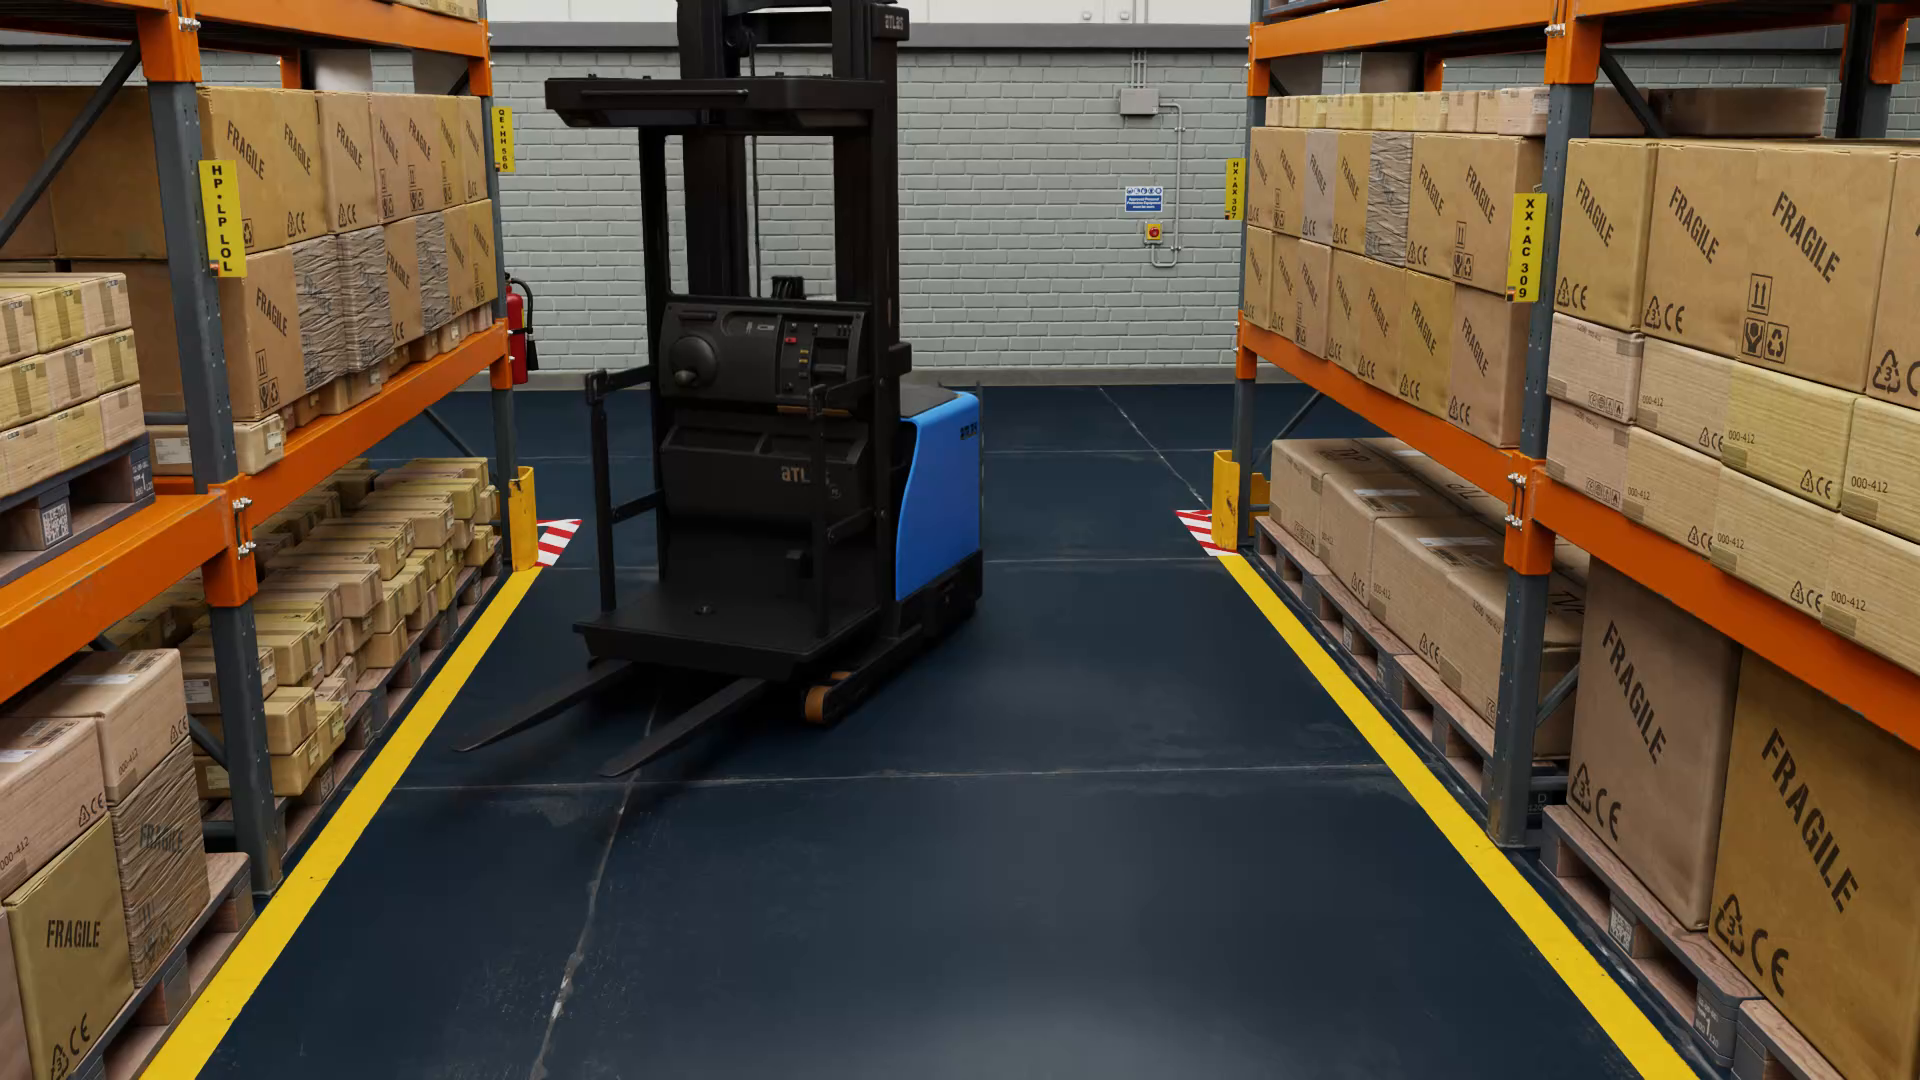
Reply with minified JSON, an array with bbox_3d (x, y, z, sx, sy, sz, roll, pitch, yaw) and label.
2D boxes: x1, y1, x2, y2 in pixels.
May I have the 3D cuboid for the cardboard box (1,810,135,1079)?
[{"bbox_3d":[-2.322,0.972,3.902,0.500,0.500,0.500,-1,14,-5],"label":"cardboard box"}]

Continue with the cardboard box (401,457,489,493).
[{"bbox_3d":[-2.612,-0.321,8.437,0.380,0.149,0.250,-1,14,-3],"label":"cardboard box"}]

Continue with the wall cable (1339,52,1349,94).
[{"bbox_3d":[3.078,-3.358,14.518,0.588,1.984,0.122,-1,14,-3],"label":"wall cable"}]

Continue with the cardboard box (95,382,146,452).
[{"bbox_3d":[-2.428,-0.329,4.446,0.380,0.149,0.250,-1,14,-5],"label":"cardboard box"}]

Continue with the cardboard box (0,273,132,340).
[{"bbox_3d":[-2.431,-0.616,4.367,0.380,0.149,0.250,0,14,-1],"label":"cardboard box"}]

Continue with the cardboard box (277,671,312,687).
[{"bbox_3d":[-2.459,0.534,5.713,0.380,0.149,0.250,-1,14,-3],"label":"cardboard box"}]

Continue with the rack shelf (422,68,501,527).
[{"bbox_3d":[-2.901,-1.337,8.705,0.949,2.616,0.053,-1,14,-3],"label":"rack shelf"}]

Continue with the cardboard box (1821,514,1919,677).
[{"bbox_3d":[2.119,0.123,3.331,0.500,0.250,0.500,-1,14,-4],"label":"cardboard box"}]

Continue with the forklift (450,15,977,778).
[{"bbox_3d":[2.355,-1.810,6.109,7.407,5.209,9.711,6,15,21],"label":"forklift"}]

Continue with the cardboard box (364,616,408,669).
[{"bbox_3d":[-2.473,0.417,6.764,0.380,0.149,0.250,-1,14,-5],"label":"cardboard box"}]

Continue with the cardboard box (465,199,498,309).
[{"bbox_3d":[-2.613,-1.422,8.237,0.500,0.500,0.500,-1,14,-2],"label":"cardboard box"}]

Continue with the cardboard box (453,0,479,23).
[{"bbox_3d":[-2.606,-2.609,7.926,0.500,0.250,0.500,-1,14,-5],"label":"cardboard box"}]

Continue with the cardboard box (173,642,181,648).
[{"bbox_3d":[-2.968,0.420,6.157,0.380,0.149,0.250,-1,14,-3],"label":"cardboard box"}]

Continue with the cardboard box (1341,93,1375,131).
[{"bbox_3d":[1.836,-1.807,7.020,0.380,0.149,0.250,-1,14,-5],"label":"cardboard box"}]

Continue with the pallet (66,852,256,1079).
[{"bbox_3d":[-2.601,1.201,4.434,1.003,0.211,1.213,-1,14,-3],"label":"pallet"}]

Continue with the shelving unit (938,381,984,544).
[{"bbox_3d":[-3.707,-0.416,3.020,8.426,4.047,12.137,-1,14,-3],"label":"shelving unit"}]

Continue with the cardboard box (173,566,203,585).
[{"bbox_3d":[-3.057,0.206,6.392,0.380,0.149,0.250,-2,15,-6],"label":"cardboard box"}]

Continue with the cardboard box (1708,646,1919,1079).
[{"bbox_3d":[2.466,0.759,3.979,0.875,0.875,0.875,0,14,-2],"label":"cardboard box"}]

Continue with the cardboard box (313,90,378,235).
[{"bbox_3d":[-2.483,-1.390,6.104,0.500,0.500,0.500,-1,14,-3],"label":"cardboard box"}]

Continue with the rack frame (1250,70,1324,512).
[{"bbox_3d":[2.039,-1.439,9.100,0.949,2.616,0.053,-1,14,-3],"label":"rack frame"}]

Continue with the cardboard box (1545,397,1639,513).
[{"bbox_3d":[2.048,-0.258,4.811,0.500,0.250,0.500,-1,14,-5],"label":"cardboard box"}]

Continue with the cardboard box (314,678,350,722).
[{"bbox_3d":[-2.436,0.612,6.007,0.380,0.149,0.250,-1,14,-4],"label":"cardboard box"}]

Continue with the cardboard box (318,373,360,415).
[{"bbox_3d":[-2.462,-0.557,6.174,0.380,0.149,0.250,-1,14,-2],"label":"cardboard box"}]

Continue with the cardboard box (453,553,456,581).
[{"bbox_3d":[-2.582,0.158,7.771,0.380,0.149,0.250,-1,14,-3],"label":"cardboard box"}]

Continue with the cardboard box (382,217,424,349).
[{"bbox_3d":[-2.525,-1.044,6.766,0.500,0.500,0.500,0,14,-1],"label":"cardboard box"}]

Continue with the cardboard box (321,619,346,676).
[{"bbox_3d":[-2.524,0.407,6.208,0.380,0.149,0.250,-2,15,-6],"label":"cardboard box"}]

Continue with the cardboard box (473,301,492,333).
[{"bbox_3d":[-2.596,-1.139,8.438,0.380,0.149,0.250,-1,14,-3],"label":"cardboard box"}]

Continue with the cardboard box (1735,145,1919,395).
[{"bbox_3d":[2.112,-0.612,3.679,0.500,0.500,0.500,-1,14,-5],"label":"cardboard box"}]

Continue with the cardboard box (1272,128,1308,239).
[{"bbox_3d":[1.821,-1.720,7.983,0.500,0.500,0.500,-1,14,-5],"label":"cardboard box"}]

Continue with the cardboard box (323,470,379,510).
[{"bbox_3d":[-3.068,-0.246,8.148,0.380,0.149,0.250,-1,14,-2],"label":"cardboard box"}]

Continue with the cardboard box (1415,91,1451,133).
[{"bbox_3d":[1.949,-1.617,6.280,0.380,0.149,0.250,-1,14,-4],"label":"cardboard box"}]

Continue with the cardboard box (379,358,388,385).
[{"bbox_3d":[-2.534,-0.689,6.690,0.380,0.149,0.250,0,14,-1],"label":"cardboard box"}]

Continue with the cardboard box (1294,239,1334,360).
[{"bbox_3d":[1.852,-1.112,7.626,0.500,0.500,0.500,-1,14,-4],"label":"cardboard box"}]

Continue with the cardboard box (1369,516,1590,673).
[{"bbox_3d":[2.296,0.213,6.979,0.875,0.438,0.875,-1,14,-5],"label":"cardboard box"}]

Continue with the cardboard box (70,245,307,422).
[{"bbox_3d":[-2.429,-0.662,5.283,0.500,0.500,0.500,-1,14,-4],"label":"cardboard box"}]

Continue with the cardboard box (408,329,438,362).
[{"bbox_3d":[-2.561,-0.885,7.452,0.380,0.149,0.250,-2,15,-6],"label":"cardboard box"}]

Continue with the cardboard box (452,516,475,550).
[{"bbox_3d":[-2.547,-0.048,7.976,0.380,0.149,0.250,-1,15,-6],"label":"cardboard box"}]

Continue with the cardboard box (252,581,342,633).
[{"bbox_3d":[-2.526,0.262,6.175,0.380,0.149,0.250,-1,14,-5],"label":"cardboard box"}]

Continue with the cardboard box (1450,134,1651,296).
[{"bbox_3d":[1.979,-1.090,5.536,0.500,0.500,0.500,-1,14,-4],"label":"cardboard box"}]

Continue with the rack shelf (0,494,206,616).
[{"bbox_3d":[-2.526,0.408,2.971,0.919,0.124,3.809,-1,14,-3],"label":"rack shelf"}]

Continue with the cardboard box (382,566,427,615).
[{"bbox_3d":[-2.459,0.212,6.962,0.380,0.149,0.250,-1,14,-3],"label":"cardboard box"}]

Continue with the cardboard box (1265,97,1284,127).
[{"bbox_3d":[1.782,-2.193,8.522,0.380,0.149,0.250,-1,14,-2],"label":"cardboard box"}]

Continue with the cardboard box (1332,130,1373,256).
[{"bbox_3d":[1.892,-1.468,7.003,0.500,0.500,0.500,-1,14,-3],"label":"cardboard box"}]

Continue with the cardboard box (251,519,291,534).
[{"bbox_3d":[-3.103,0.014,7.136,0.380,0.149,0.250,-1,14,-3],"label":"cardboard box"}]

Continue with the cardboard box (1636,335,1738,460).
[{"bbox_3d":[2.090,-0.371,4.245,0.500,0.250,0.500,-1,14,-3],"label":"cardboard box"}]

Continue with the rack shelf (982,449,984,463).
[{"bbox_3d":[0.000,-0.493,9.408,0.258,0.077,0.200,-1,14,-3],"label":"rack shelf"}]

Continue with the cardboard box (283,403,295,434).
[{"bbox_3d":[-2.500,-0.425,5.663,0.380,0.149,0.250,-2,15,-6],"label":"cardboard box"}]

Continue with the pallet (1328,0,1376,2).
[{"bbox_3d":[2.171,-2.360,6.838,1.003,0.211,1.213,-1,14,-3],"label":"pallet"}]

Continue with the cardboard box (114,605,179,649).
[{"bbox_3d":[-3.010,0.337,5.880,0.380,0.149,0.250,-1,14,-4],"label":"cardboard box"}]

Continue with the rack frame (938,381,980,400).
[{"bbox_3d":[-0.007,-0.463,9.520,0.240,0.900,0.006,-1,14,-3],"label":"rack frame"}]

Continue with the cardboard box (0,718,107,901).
[{"bbox_3d":[-2.333,0.611,3.802,0.500,0.250,0.500,0,14,-1],"label":"cardboard box"}]

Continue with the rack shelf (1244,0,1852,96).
[{"bbox_3d":[2.160,-2.046,6.882,1.077,0.370,4.000,-1,14,-3],"label":"rack shelf"}]

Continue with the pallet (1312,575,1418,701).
[{"bbox_3d":[2.236,0.412,7.502,1.003,0.211,1.213,-1,14,-3],"label":"pallet"}]
